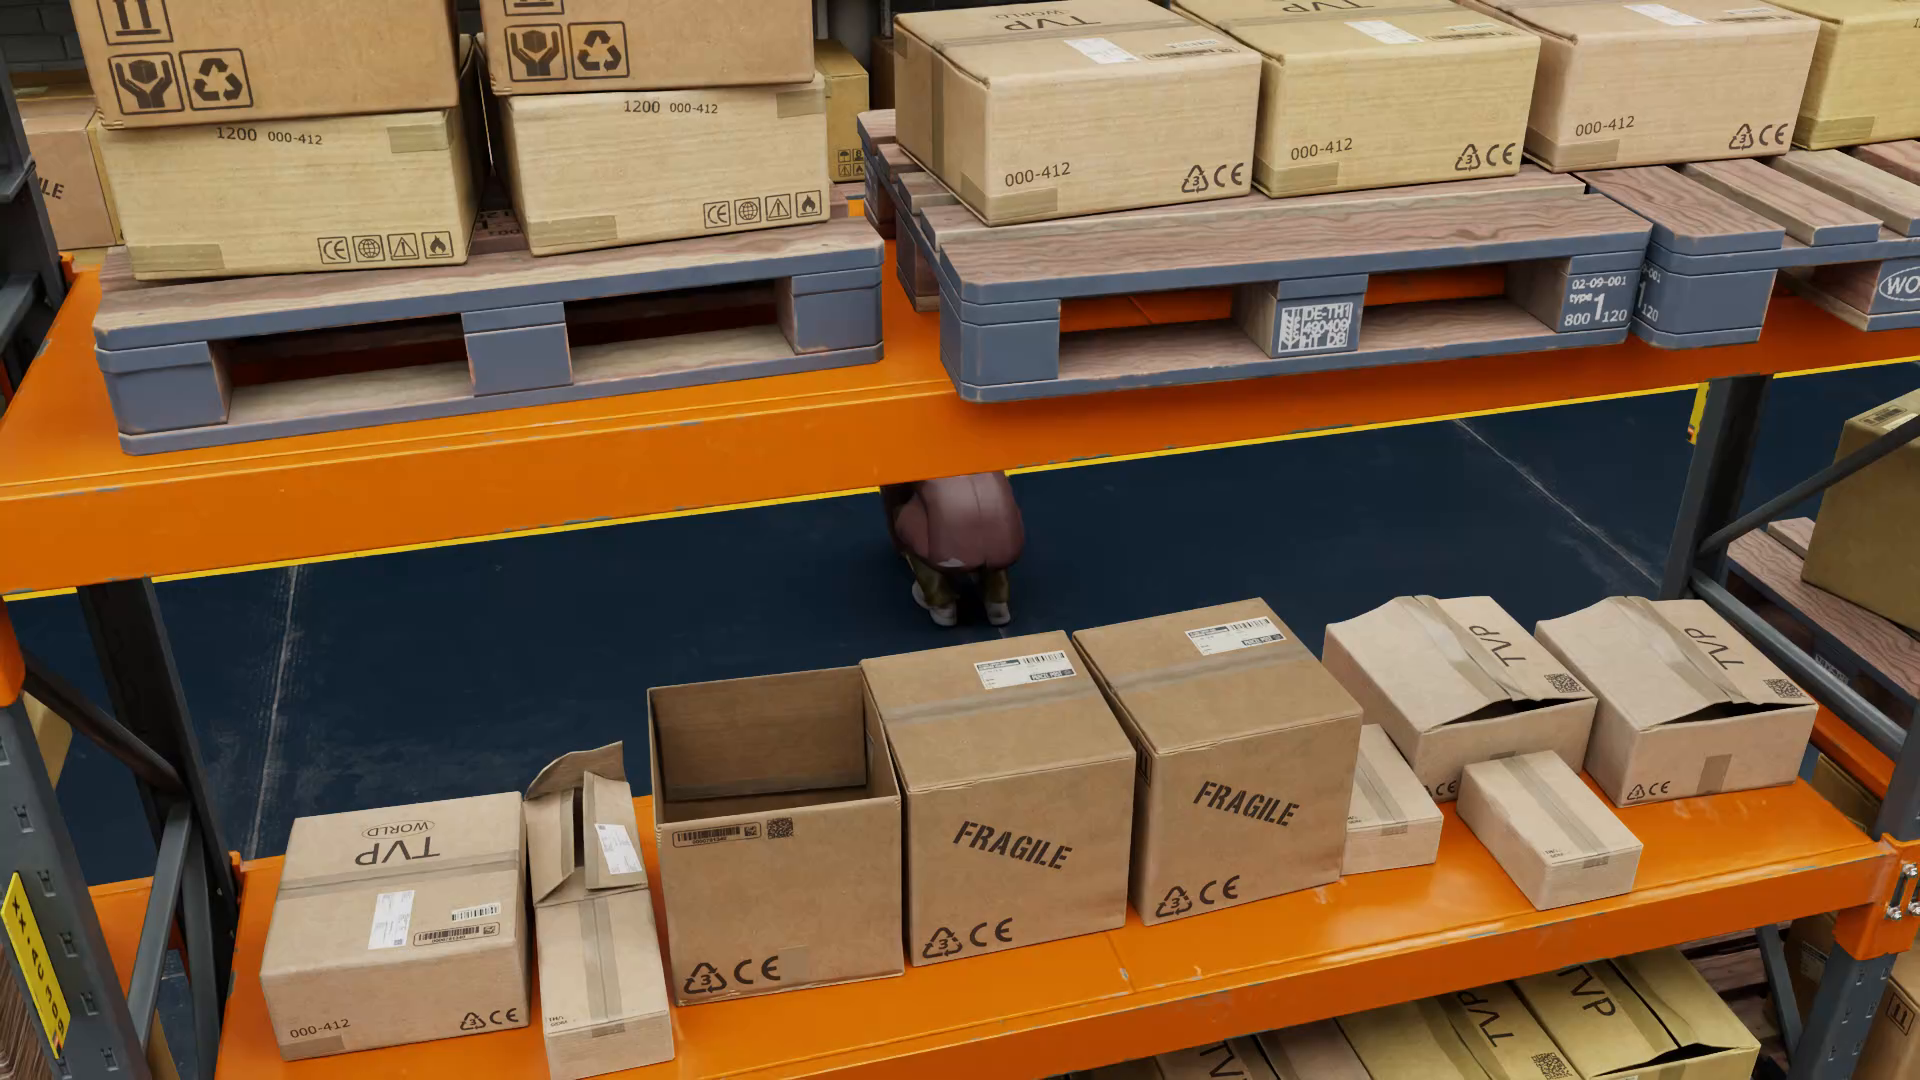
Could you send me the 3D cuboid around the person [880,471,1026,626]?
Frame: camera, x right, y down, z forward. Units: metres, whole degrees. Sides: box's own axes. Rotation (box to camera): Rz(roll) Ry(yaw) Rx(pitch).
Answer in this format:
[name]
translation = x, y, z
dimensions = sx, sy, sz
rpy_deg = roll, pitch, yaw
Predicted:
[person]
translation = -0.033, -0.115, 7.302
dimensions = 0.599, 0.858, 0.896
rpy_deg = -8, 31, -13
